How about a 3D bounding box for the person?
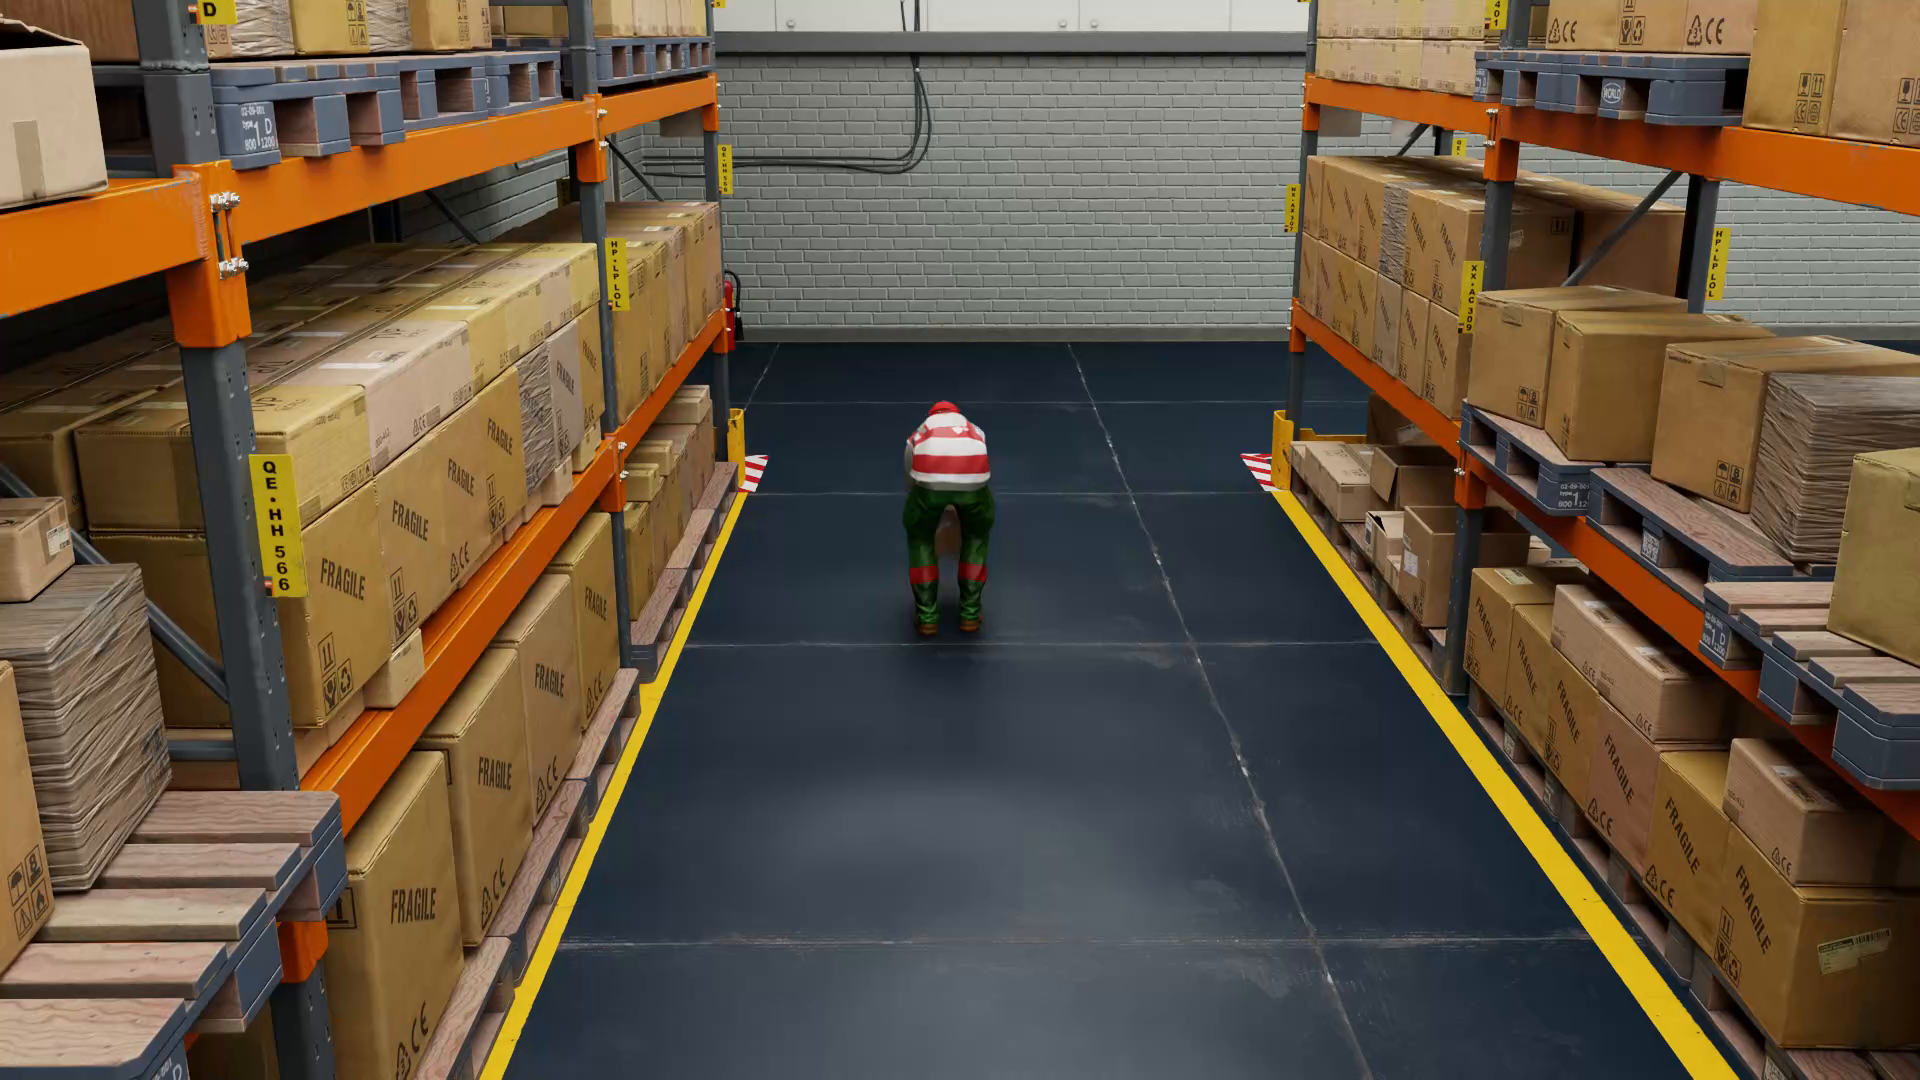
[{"bbox_3d":[-0.070,-0.132,9.058,0.495,1.129,0.962,-1,17,-3],"label":"person"}]
